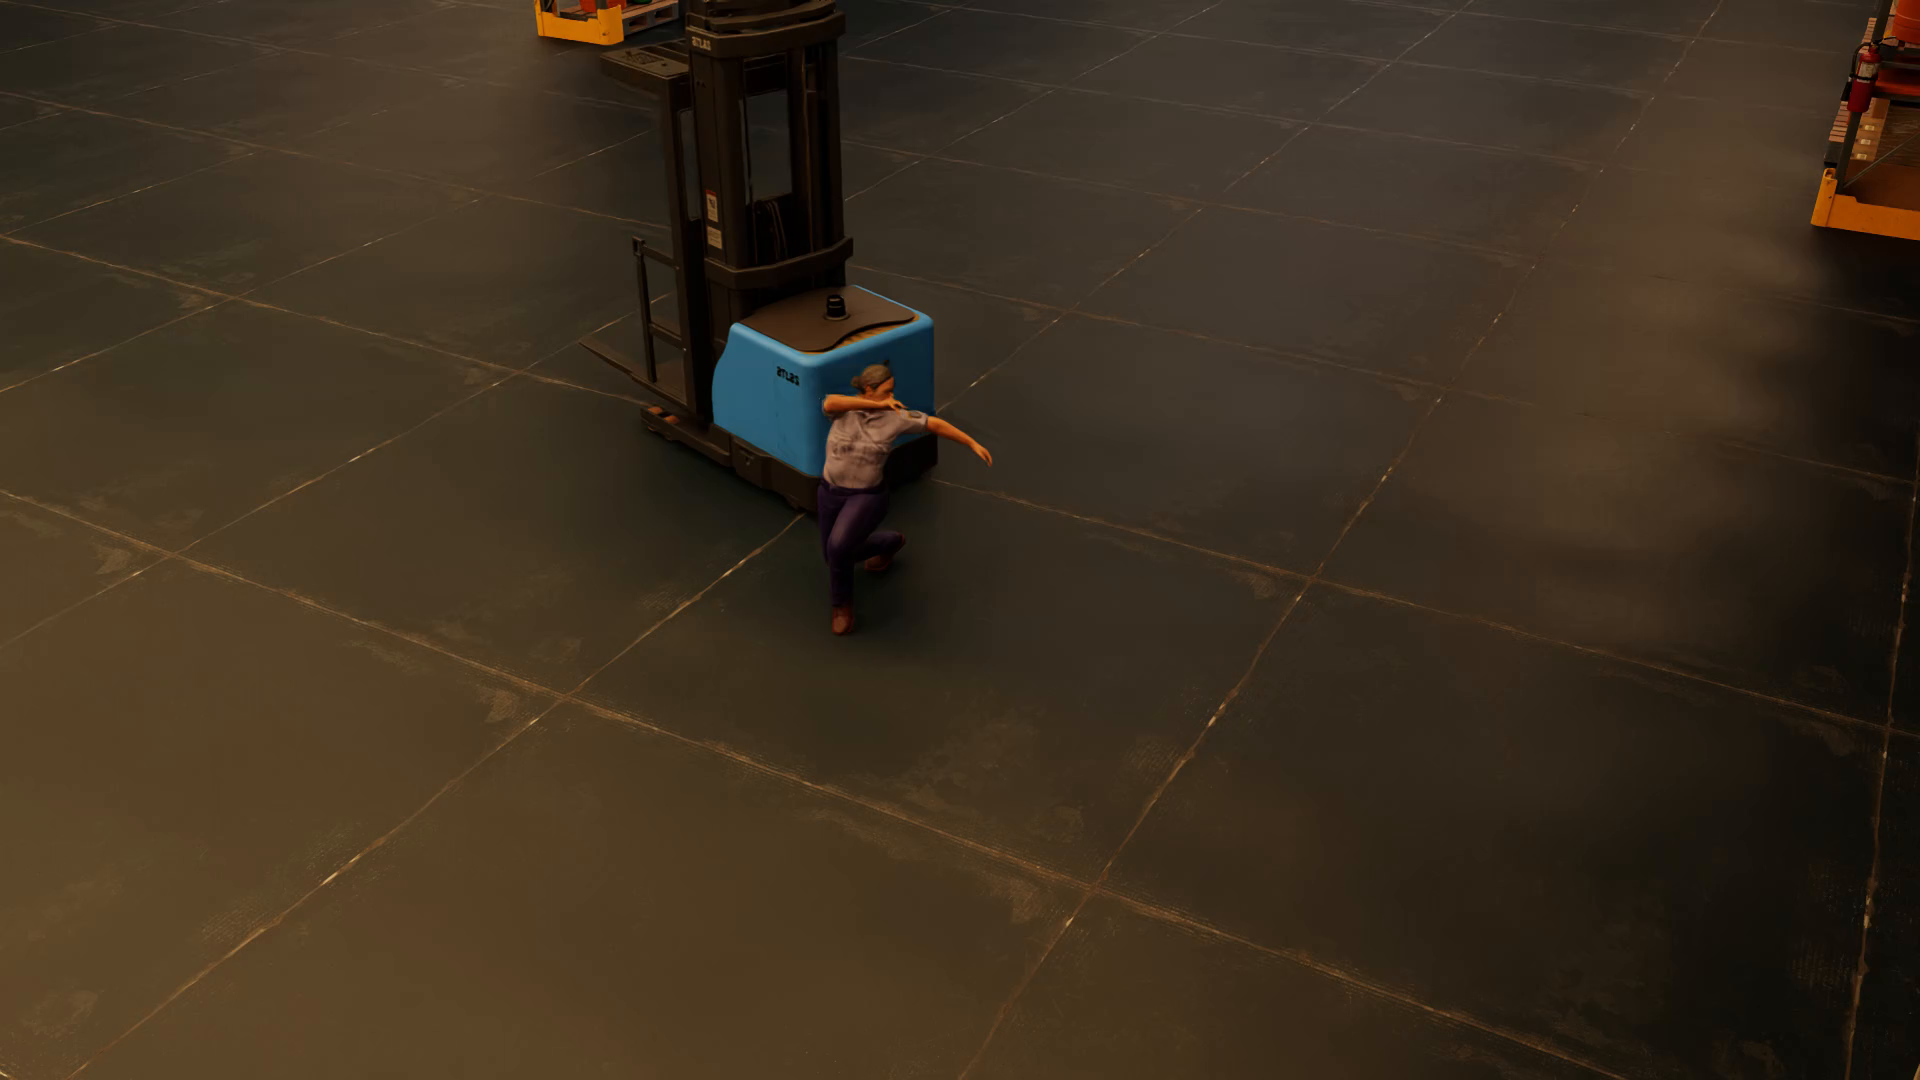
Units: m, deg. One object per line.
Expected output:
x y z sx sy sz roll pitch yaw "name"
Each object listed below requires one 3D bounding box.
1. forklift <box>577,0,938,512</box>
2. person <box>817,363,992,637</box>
-1.512 -2.090 10.692 1.130 2.935 3.031 -25 38 -36 "forklift"
-0.350 -0.248 9.087 0.912 1.373 0.929 8 31 14 "person"
